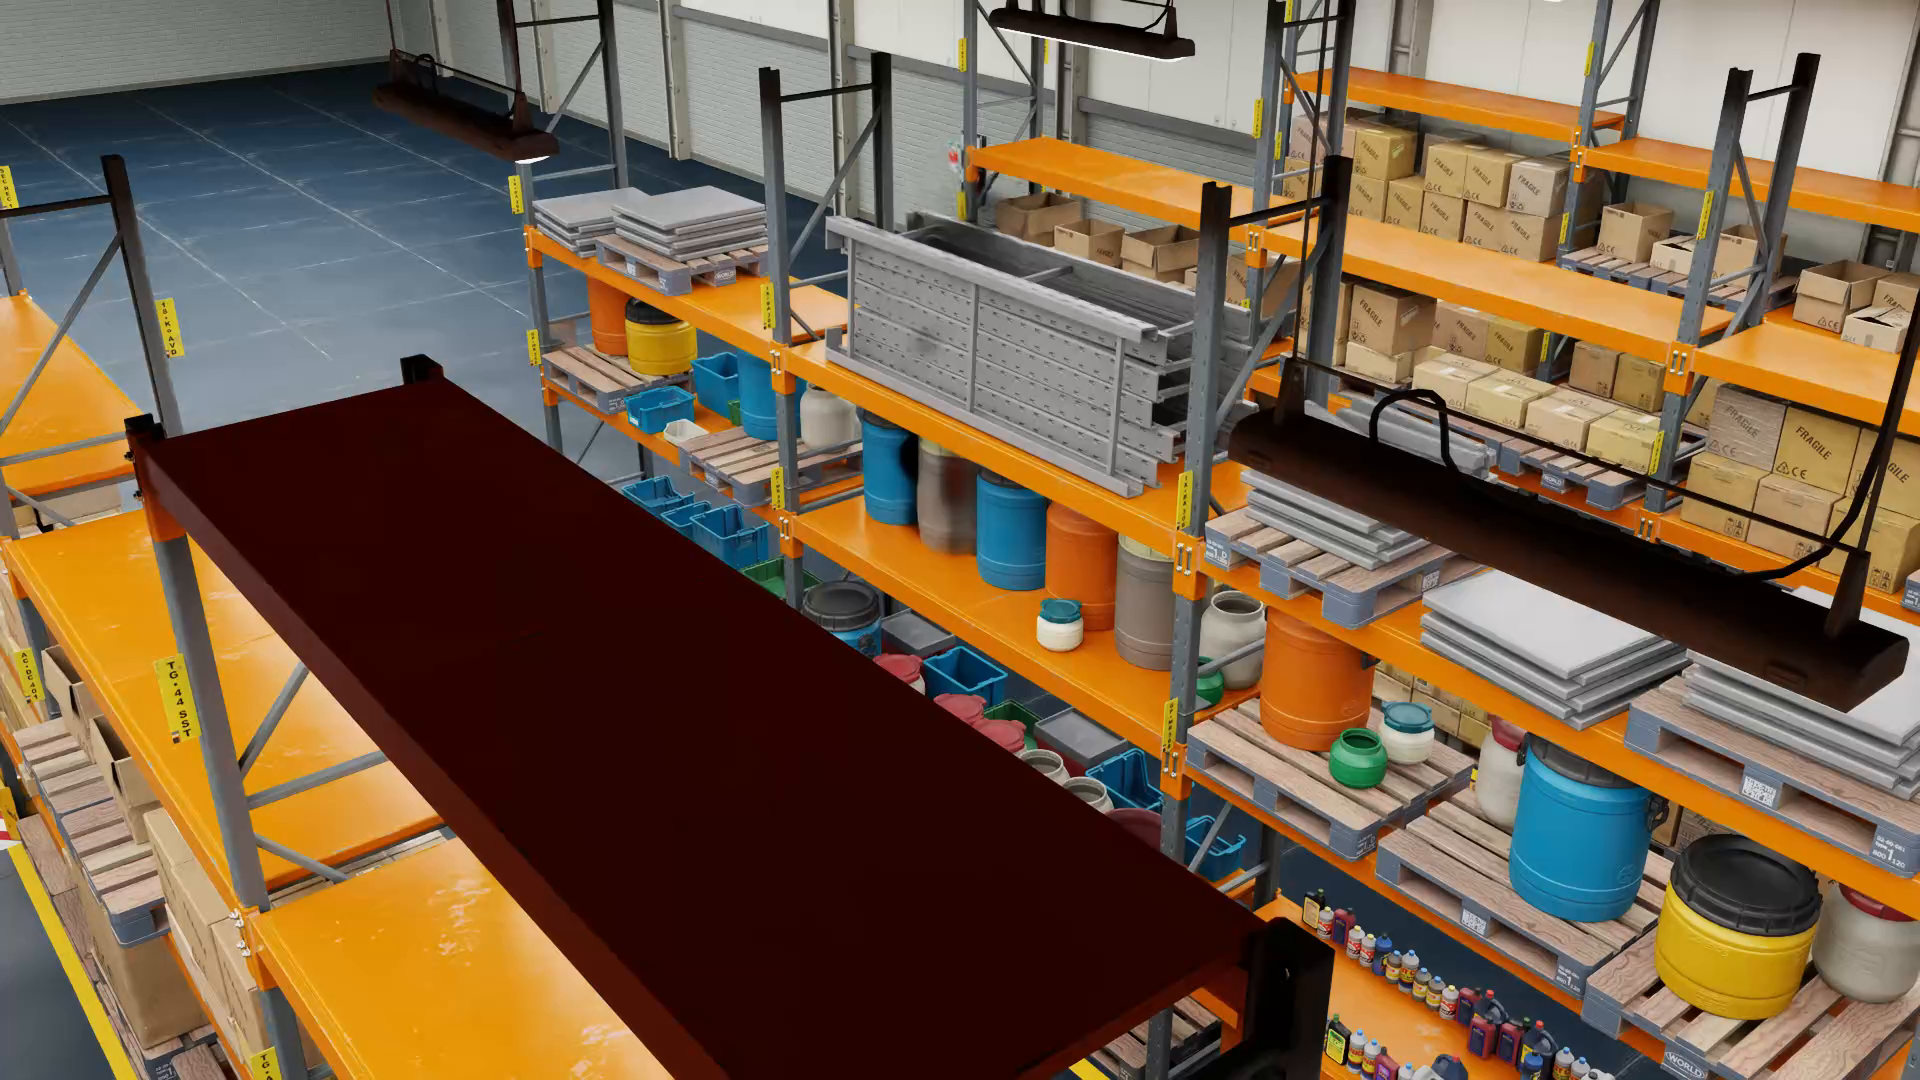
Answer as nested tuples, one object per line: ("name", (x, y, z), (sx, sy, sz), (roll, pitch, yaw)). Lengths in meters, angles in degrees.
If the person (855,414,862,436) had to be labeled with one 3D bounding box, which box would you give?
("person", (-1.485, -1.857, 20.111), (0.763, 1.836, 0.636), (-10, 28, -20))
